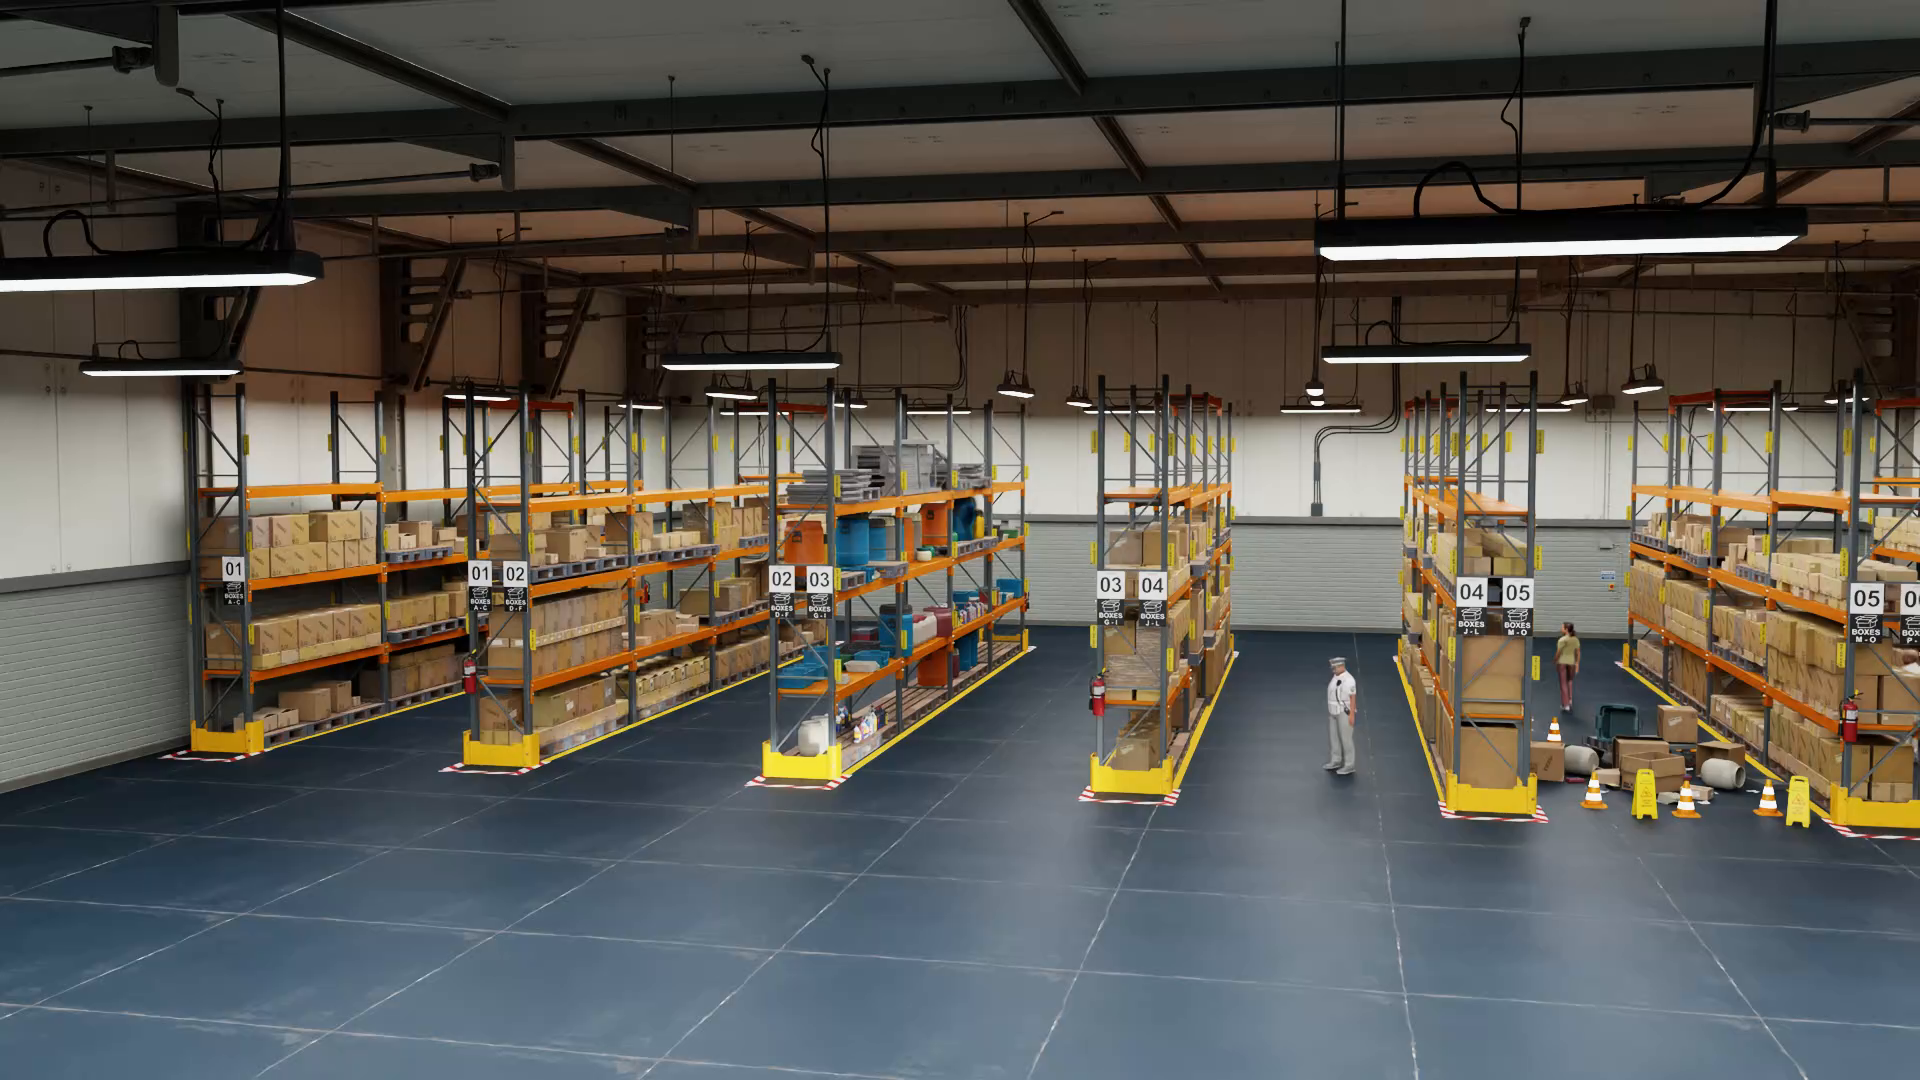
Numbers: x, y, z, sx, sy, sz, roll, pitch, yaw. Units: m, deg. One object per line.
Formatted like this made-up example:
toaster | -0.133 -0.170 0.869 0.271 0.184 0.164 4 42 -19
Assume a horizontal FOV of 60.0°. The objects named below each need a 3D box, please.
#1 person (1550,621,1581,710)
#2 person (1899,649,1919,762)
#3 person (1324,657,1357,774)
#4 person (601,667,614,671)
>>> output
person | 11.398 2.373 31.287 0.529 1.693 0.676 0 3 7
person | 14.899 2.617 26.095 0.669 1.813 0.589 1 3 13
person | 5.844 2.672 25.506 0.433 1.747 0.619 -1 3 -14
person | -7.868 2.033 36.975 0.615 1.834 0.487 -2 4 -33
